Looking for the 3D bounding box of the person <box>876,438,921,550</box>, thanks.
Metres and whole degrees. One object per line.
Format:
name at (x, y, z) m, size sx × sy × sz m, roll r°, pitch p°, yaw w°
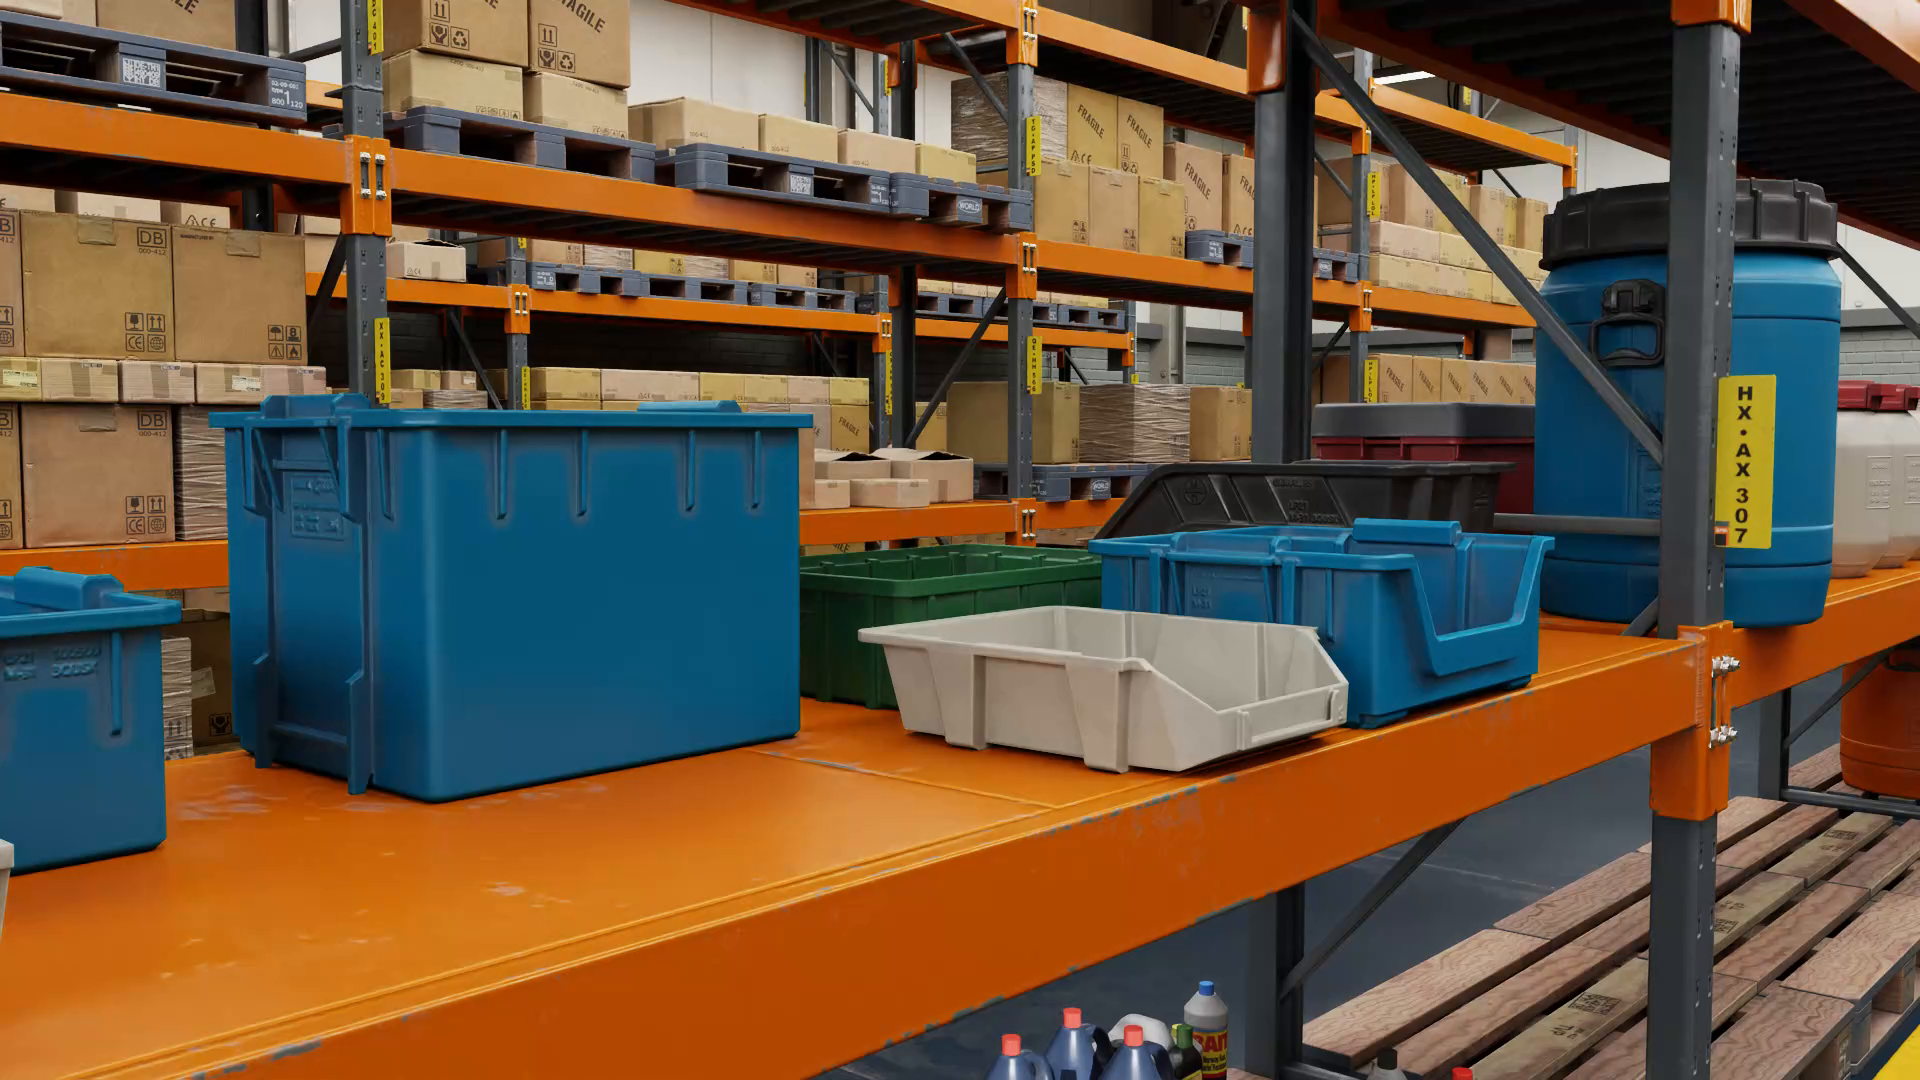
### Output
person at (-0.530, -0.061, 14.422) m, size 0.514 × 1.671 × 0.362 m, roll 3°, pitch 5°, yaw 38°
